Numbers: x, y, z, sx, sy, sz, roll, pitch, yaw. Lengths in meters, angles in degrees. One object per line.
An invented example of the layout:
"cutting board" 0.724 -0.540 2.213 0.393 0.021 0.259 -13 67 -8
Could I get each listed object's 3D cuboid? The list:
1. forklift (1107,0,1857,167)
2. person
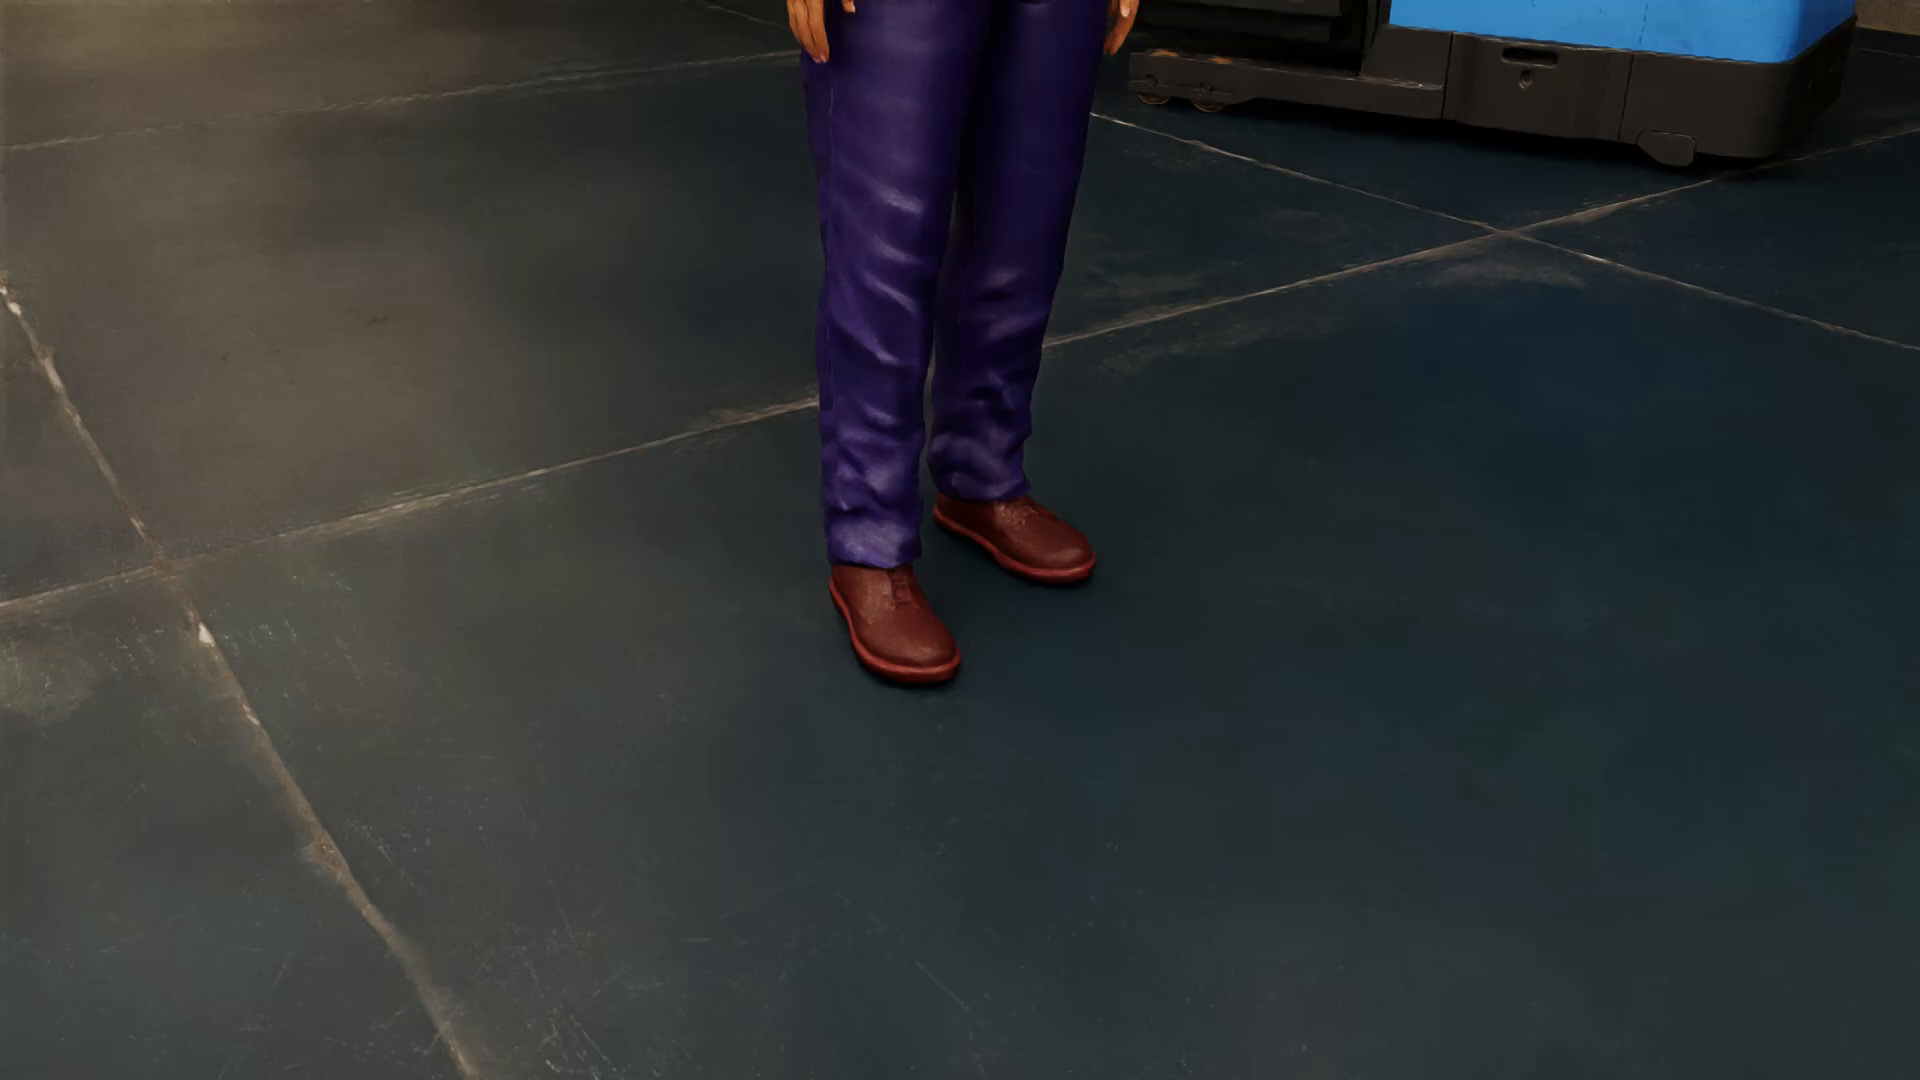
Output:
"forklift" 1.140 -2.800 4.812 3.031 2.935 1.130 17 32 31
"person" 0.033 -0.704 2.050 0.599 1.650 0.502 -17 31 -31
